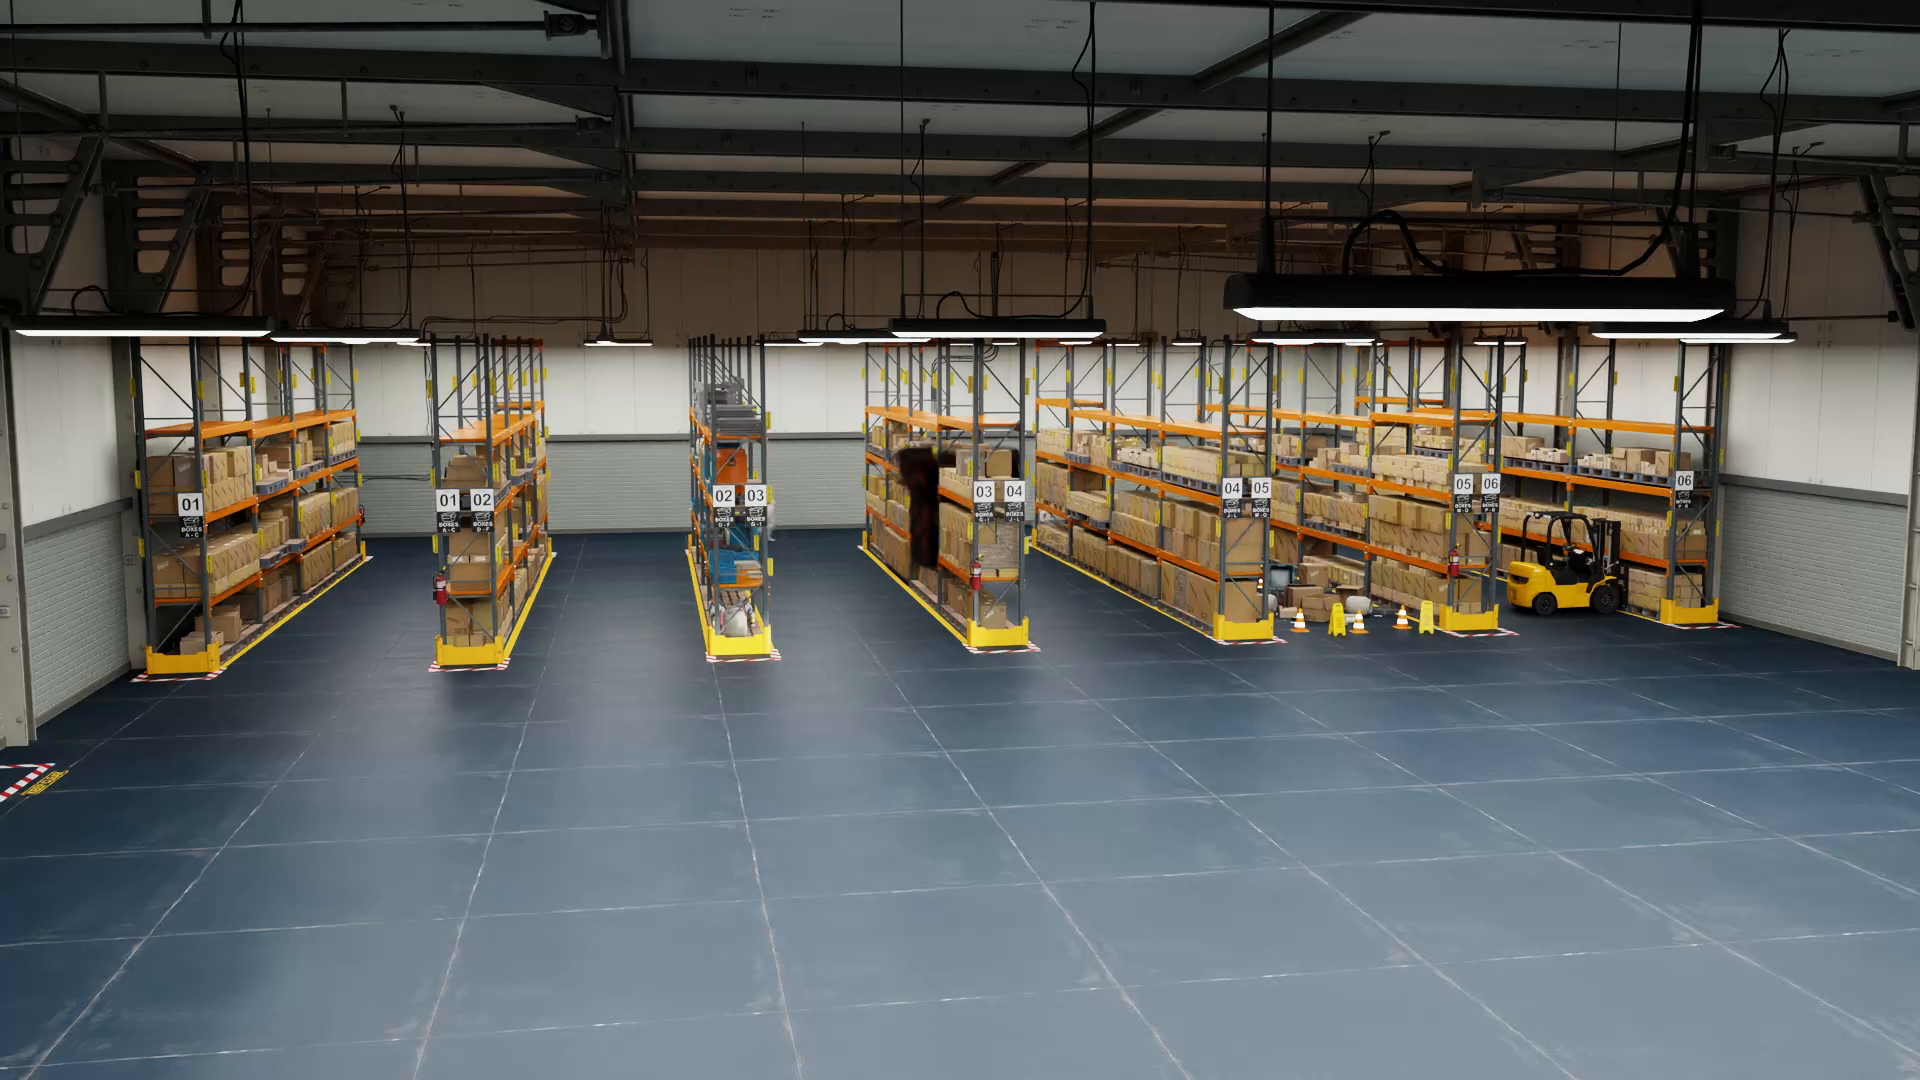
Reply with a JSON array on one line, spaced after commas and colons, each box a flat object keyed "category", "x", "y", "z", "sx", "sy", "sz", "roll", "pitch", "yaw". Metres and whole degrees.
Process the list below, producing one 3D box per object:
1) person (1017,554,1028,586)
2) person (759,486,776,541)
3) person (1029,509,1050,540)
[{"category": "person", "x": 1.298, "y": 0.220, "z": 38.382, "sx": 0.583, "sy": 1.640, "sz": 0.913, "roll": -1, "pitch": 7, "yaw": -7}, {"category": "person", "x": -5.736, "y": -0.799, "z": 49.554, "sx": 0.543, "sy": 1.669, "sz": 0.480, "roll": -1, "pitch": 7, "yaw": -8}, {"category": "person", "x": 2.491, "y": -0.844, "z": 49.766, "sx": 1.085, "sy": 1.730, "sz": 0.687, "roll": -1, "pitch": 7, "yaw": -9}]
